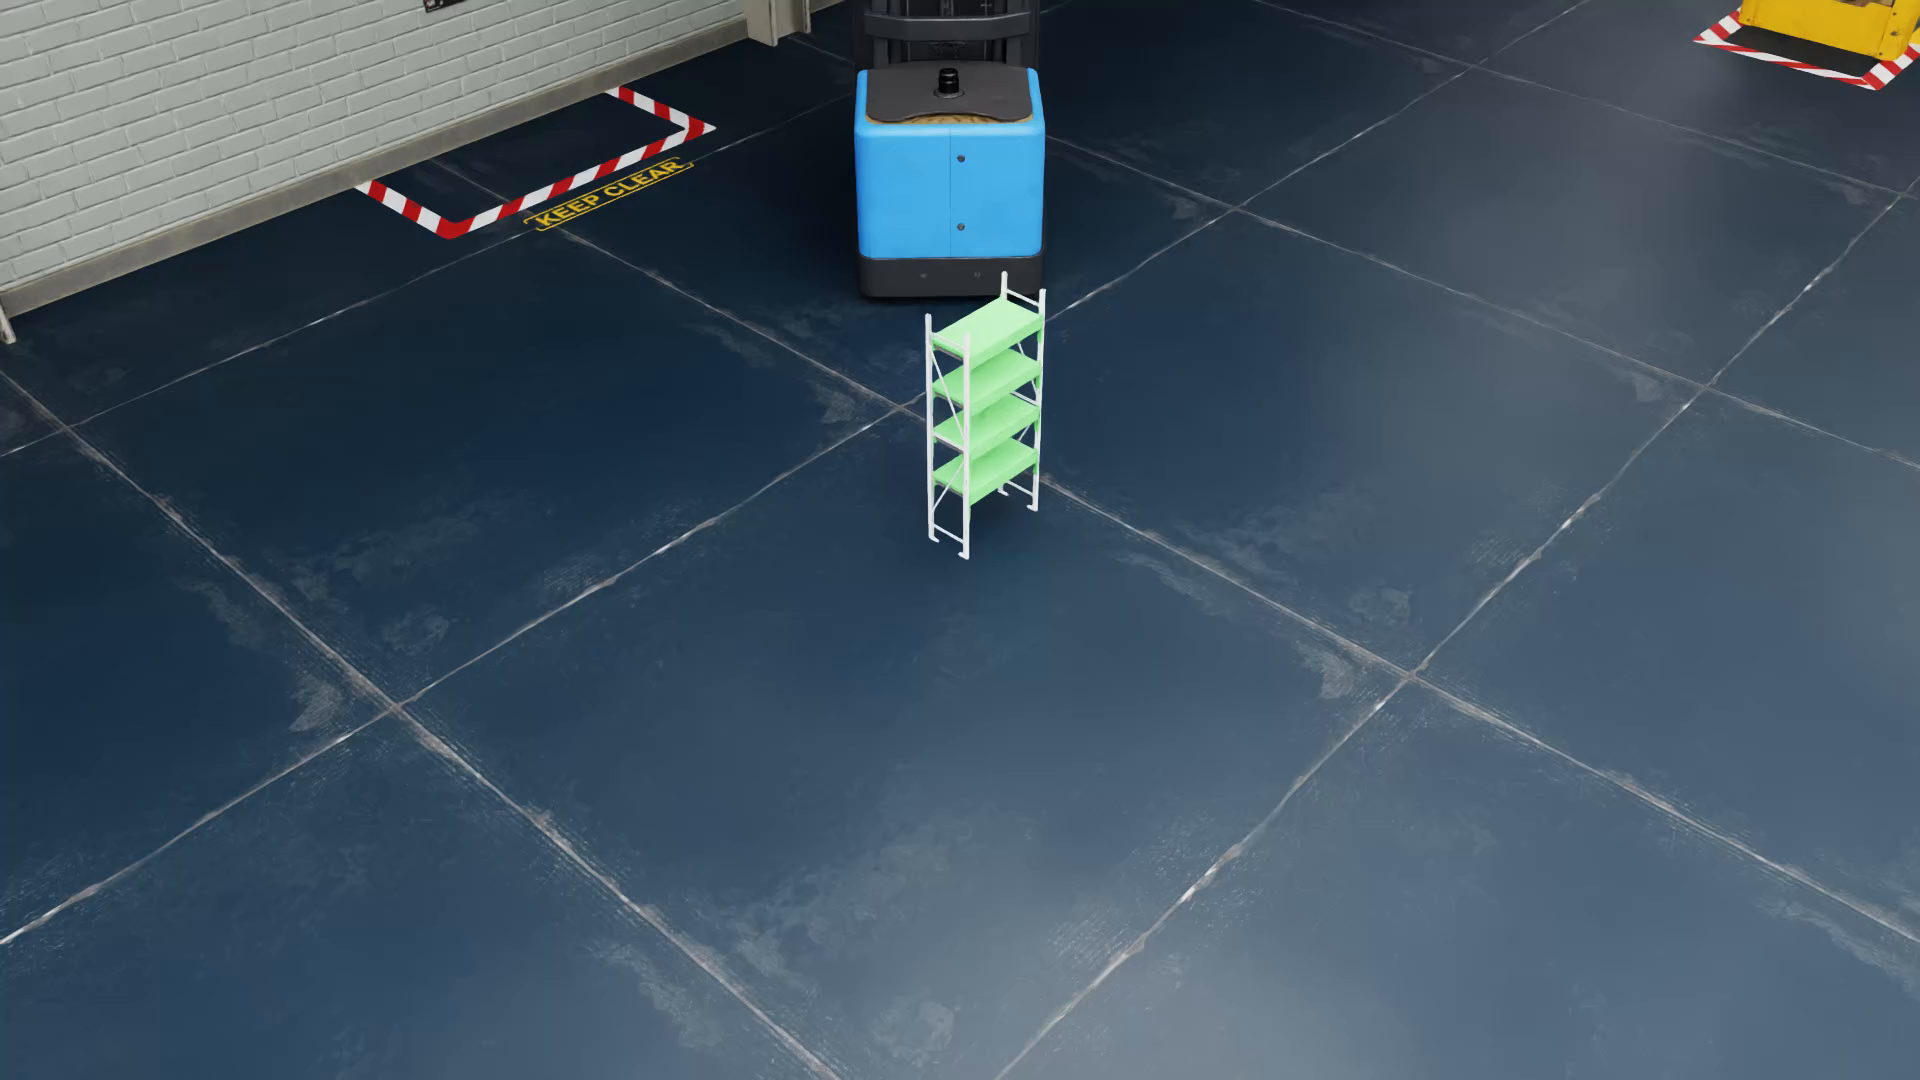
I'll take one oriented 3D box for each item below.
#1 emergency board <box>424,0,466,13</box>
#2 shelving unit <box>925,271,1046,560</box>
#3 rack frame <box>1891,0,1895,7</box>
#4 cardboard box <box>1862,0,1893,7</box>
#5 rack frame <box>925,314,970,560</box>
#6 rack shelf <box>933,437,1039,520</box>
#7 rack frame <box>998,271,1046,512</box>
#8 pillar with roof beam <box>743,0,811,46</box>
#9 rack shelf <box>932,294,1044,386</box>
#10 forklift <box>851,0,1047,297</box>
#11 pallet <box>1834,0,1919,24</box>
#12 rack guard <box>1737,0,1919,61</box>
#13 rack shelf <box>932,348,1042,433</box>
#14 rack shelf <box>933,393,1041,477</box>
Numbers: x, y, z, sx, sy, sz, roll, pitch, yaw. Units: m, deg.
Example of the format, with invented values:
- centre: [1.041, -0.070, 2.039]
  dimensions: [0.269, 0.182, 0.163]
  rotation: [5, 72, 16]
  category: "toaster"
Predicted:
- centre: [-3.086, -3.883, 10.223]
  dimensions: [0.157, 1.169, 0.626]
  rotation: [30, 47, 32]
  category: "emergency board"
- centre: [0.112, -0.546, 7.472]
  dimensions: [0.258, 1.200, 0.503]
  rotation: [30, 47, 32]
  category: "shelving unit"
- centre: [6.502, -4.992, 11.618]
  dimensions: [1.000, 3.000, 0.127]
  rotation: [30, 47, 32]
  category: "rack frame"
- centre: [7.028, -4.233, 12.535]
  dimensions: [0.500, 0.250, 0.500]
  rotation: [30, 47, 32]
  category: "cardboard box"
- centre: [-0.053, -0.434, 7.331]
  dimensions: [0.240, 1.200, 0.015]
  rotation: [30, 47, 32]
  category: "rack frame"
- centre: [0.112, -0.308, 7.661]
  dimensions: [0.258, 0.148, 0.480]
  rotation: [30, 47, 32]
  category: "rack shelf"
- centre: [0.276, -0.658, 7.613]
  dimensions: [0.240, 1.200, 0.015]
  rotation: [30, 47, 32]
  category: "rack frame"
- centre: [1.807, -5.539, 7.485]
  dimensions: [9.100, 9.000, 0.400]
  rotation: [30, 47, 32]
  category: "pillar with roof beam"
- centre: [0.112, -0.871, 7.213]
  dimensions: [0.258, 0.148, 0.480]
  rotation: [30, 47, 32]
  category: "rack shelf"
- centre: [-0.088, -3.406, 9.679]
  dimensions: [1.130, 2.935, 3.031]
  rotation: [-1, 38, -1]
  category: "forklift"
- centre: [6.987, -4.269, 12.949]
  dimensions: [1.003, 0.211, 1.213]
  rotation: [30, 47, 32]
  category: "pallet"
- centre: [6.486, -4.002, 12.382]
  dimensions: [1.175, 0.500, 0.348]
  rotation: [30, 47, 32]
  category: "rack guard"
- centre: [0.112, -0.684, 7.363]
  dimensions: [0.258, 0.148, 0.480]
  rotation: [30, 47, 32]
  category: "rack shelf"
- centre: [0.112, -0.496, 7.512]
  dimensions: [0.258, 0.148, 0.480]
  rotation: [30, 47, 32]
  category: "rack shelf"
